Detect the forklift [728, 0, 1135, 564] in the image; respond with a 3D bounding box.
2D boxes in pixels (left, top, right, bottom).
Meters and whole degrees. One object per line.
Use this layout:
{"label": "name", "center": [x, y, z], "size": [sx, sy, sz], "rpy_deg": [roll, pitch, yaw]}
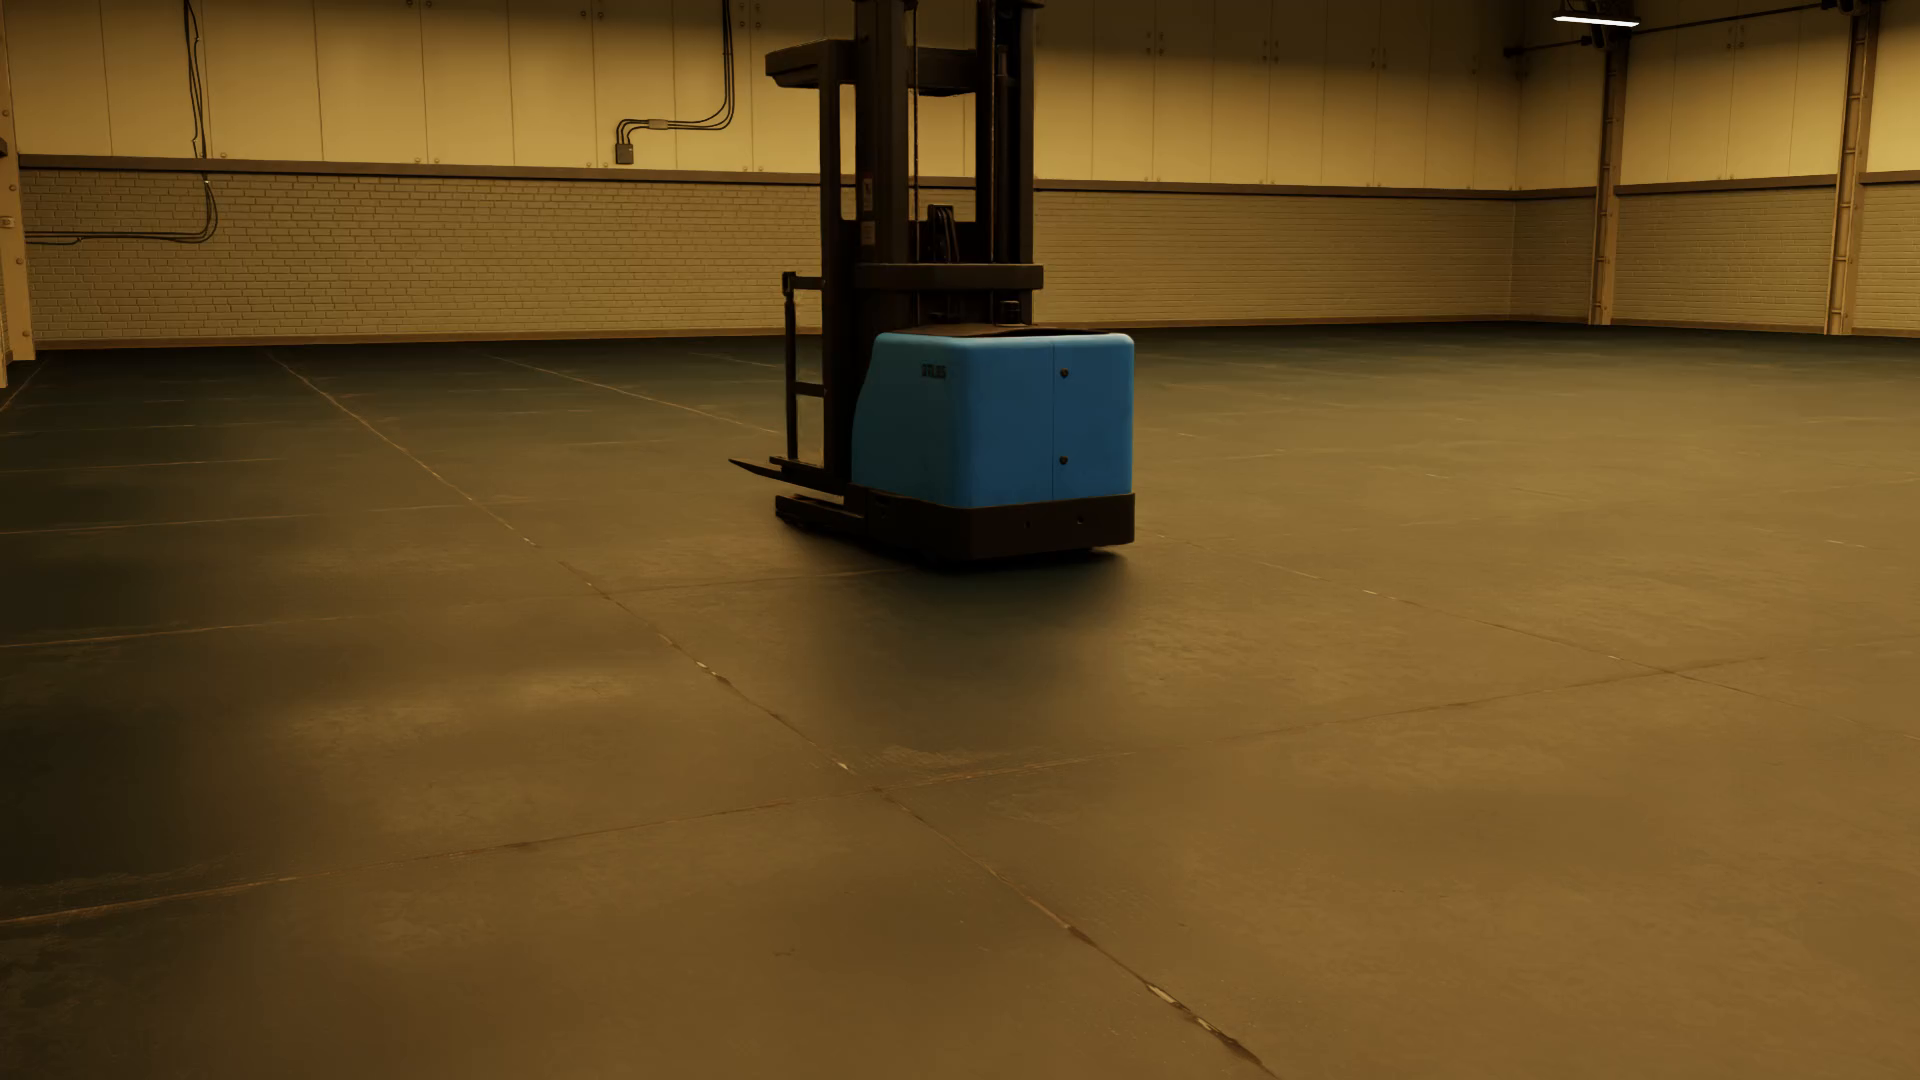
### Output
{"label": "forklift", "center": [-0.347, -1.534, 8.847], "size": [1.130, 2.935, 3.031], "rpy_deg": [-6, 11, -31]}
